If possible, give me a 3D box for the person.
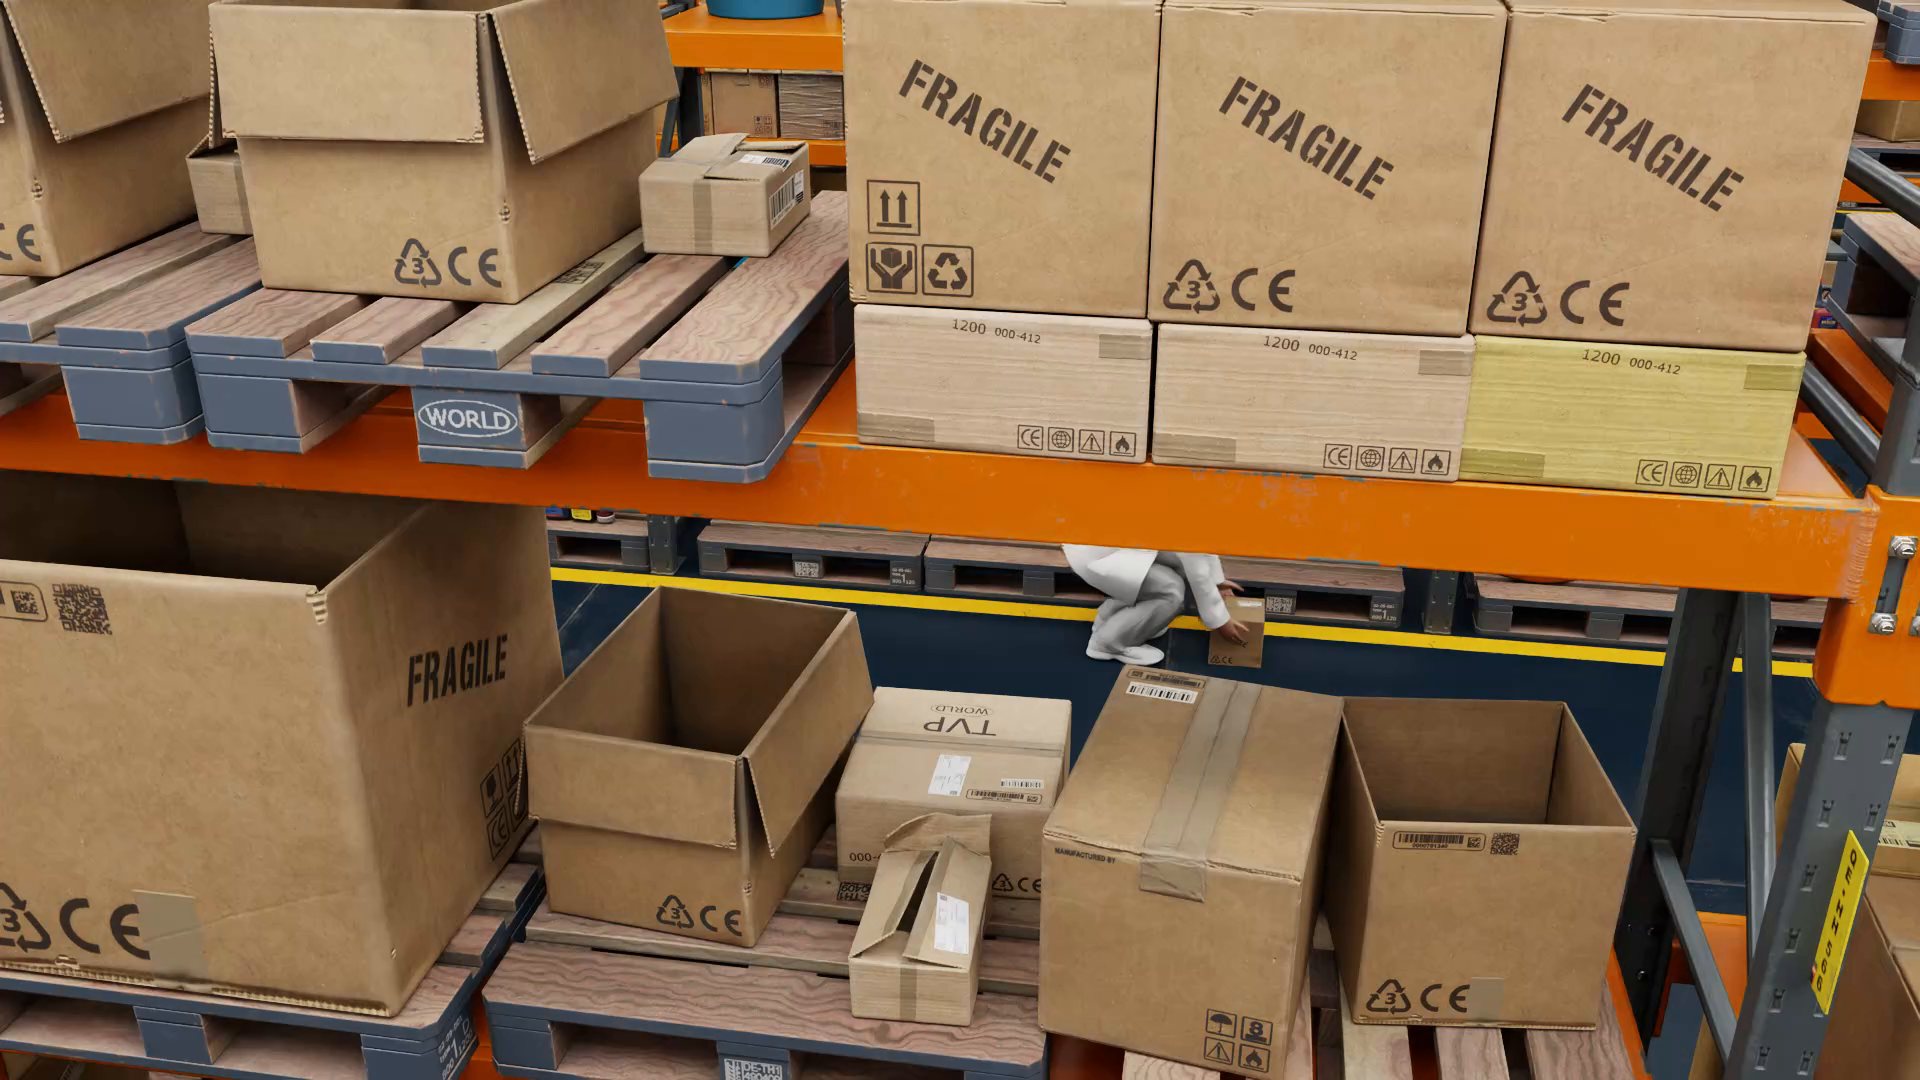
[{"bbox_3d":[0.941,0.065,7.917,0.903,1.002,0.610,4,25,8],"label":"person"}]
